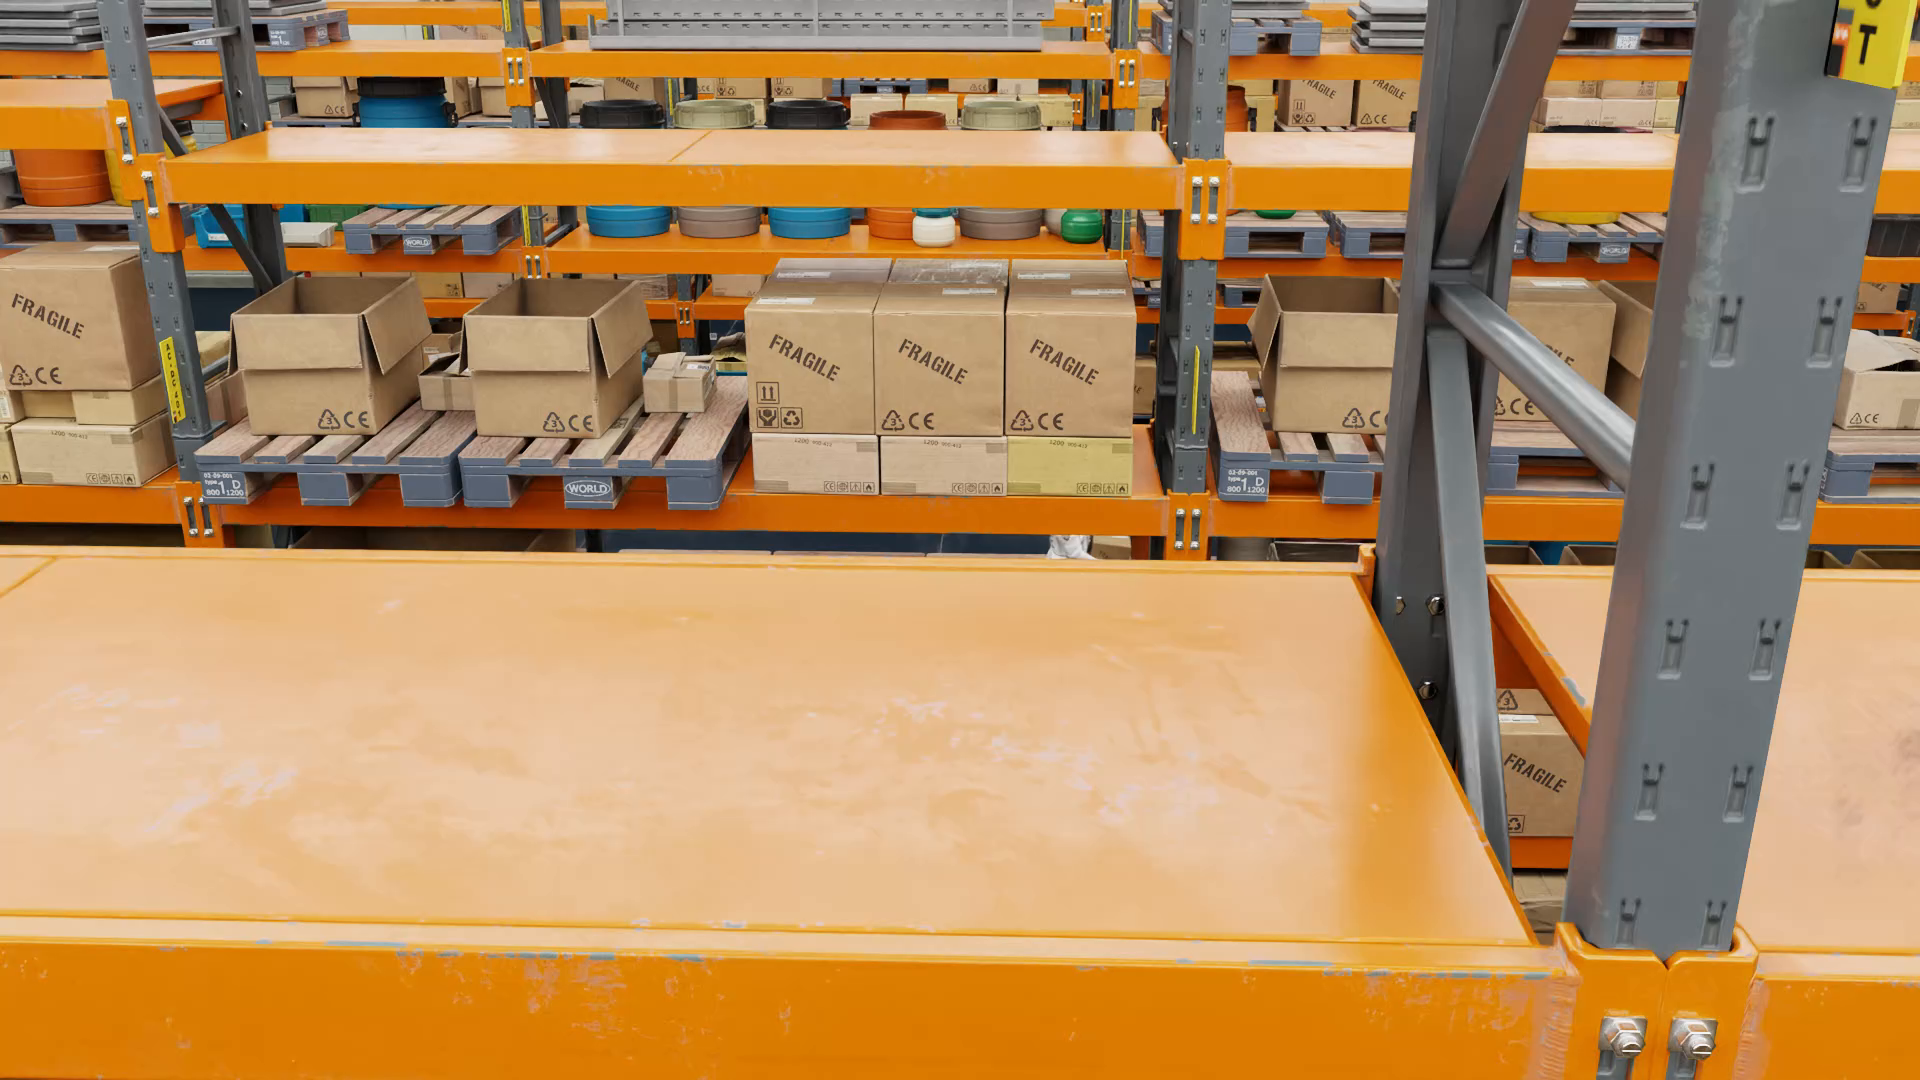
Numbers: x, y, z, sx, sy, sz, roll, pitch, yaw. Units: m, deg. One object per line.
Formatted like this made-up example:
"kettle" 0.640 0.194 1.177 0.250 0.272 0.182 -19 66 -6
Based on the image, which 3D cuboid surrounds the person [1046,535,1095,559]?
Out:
"person" 0.776 0.253 10.992 0.553 1.686 0.459 1 21 3
